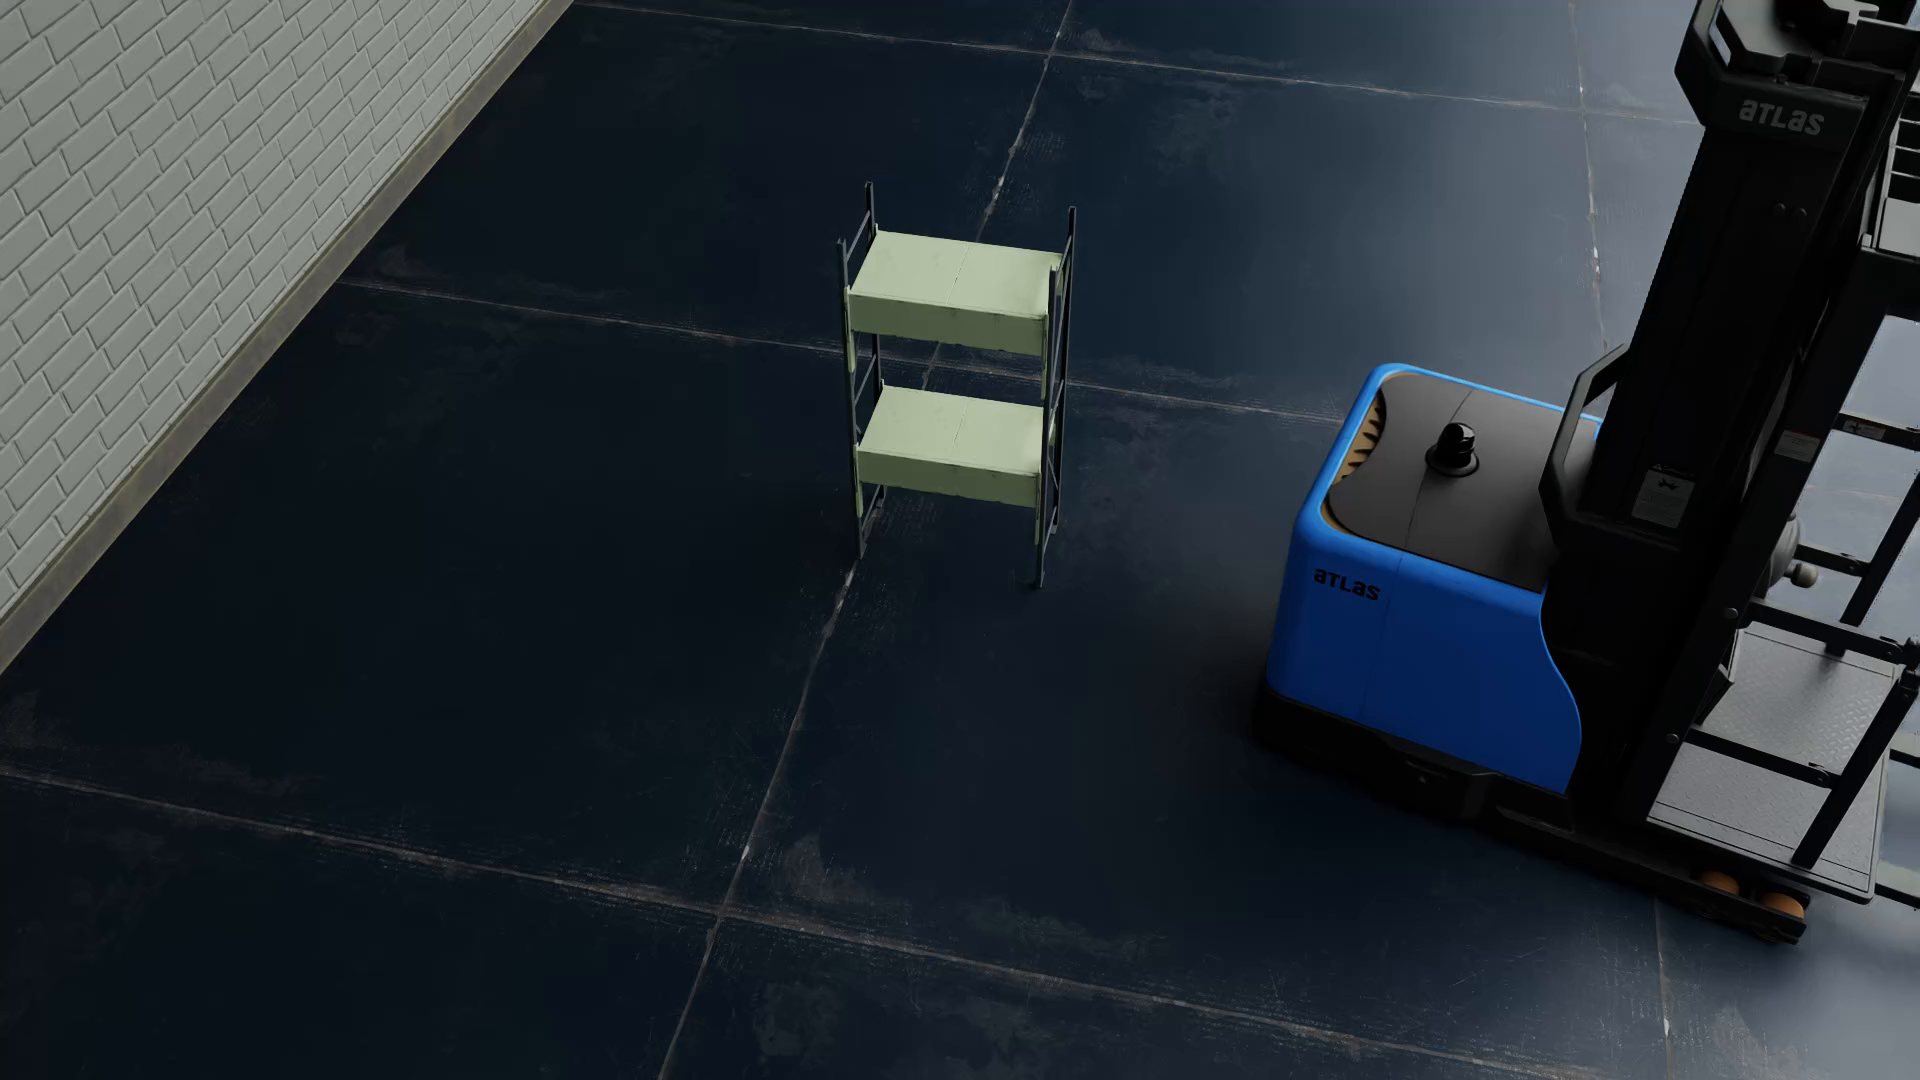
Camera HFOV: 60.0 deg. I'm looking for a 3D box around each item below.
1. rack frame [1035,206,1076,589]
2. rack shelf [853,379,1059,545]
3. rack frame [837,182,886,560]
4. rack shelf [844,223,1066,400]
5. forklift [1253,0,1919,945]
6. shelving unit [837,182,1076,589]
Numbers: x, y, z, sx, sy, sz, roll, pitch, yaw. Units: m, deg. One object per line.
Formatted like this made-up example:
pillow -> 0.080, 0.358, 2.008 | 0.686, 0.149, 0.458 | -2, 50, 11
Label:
rack frame -> 0.351, -0.486, 6.173 | 0.023, 1.500, 0.400 | 9, 45, 9
rack shelf -> -0.007, -0.306, 6.457 | 0.720, 0.370, 0.431 | 9, 45, 9
rack frame -> -0.364, -0.597, 6.289 | 0.023, 1.500, 0.400 | 9, 45, 9
rack shelf -> -0.007, -0.823, 5.960 | 0.720, 0.370, 0.431 | 9, 45, 9
forklift -> 2.606, -0.178, 4.821 | 3.031, 2.935, 1.130 | 19, 47, 19
shelving unit -> -0.007, -0.541, 6.231 | 0.755, 1.500, 0.431 | 9, 45, 9
